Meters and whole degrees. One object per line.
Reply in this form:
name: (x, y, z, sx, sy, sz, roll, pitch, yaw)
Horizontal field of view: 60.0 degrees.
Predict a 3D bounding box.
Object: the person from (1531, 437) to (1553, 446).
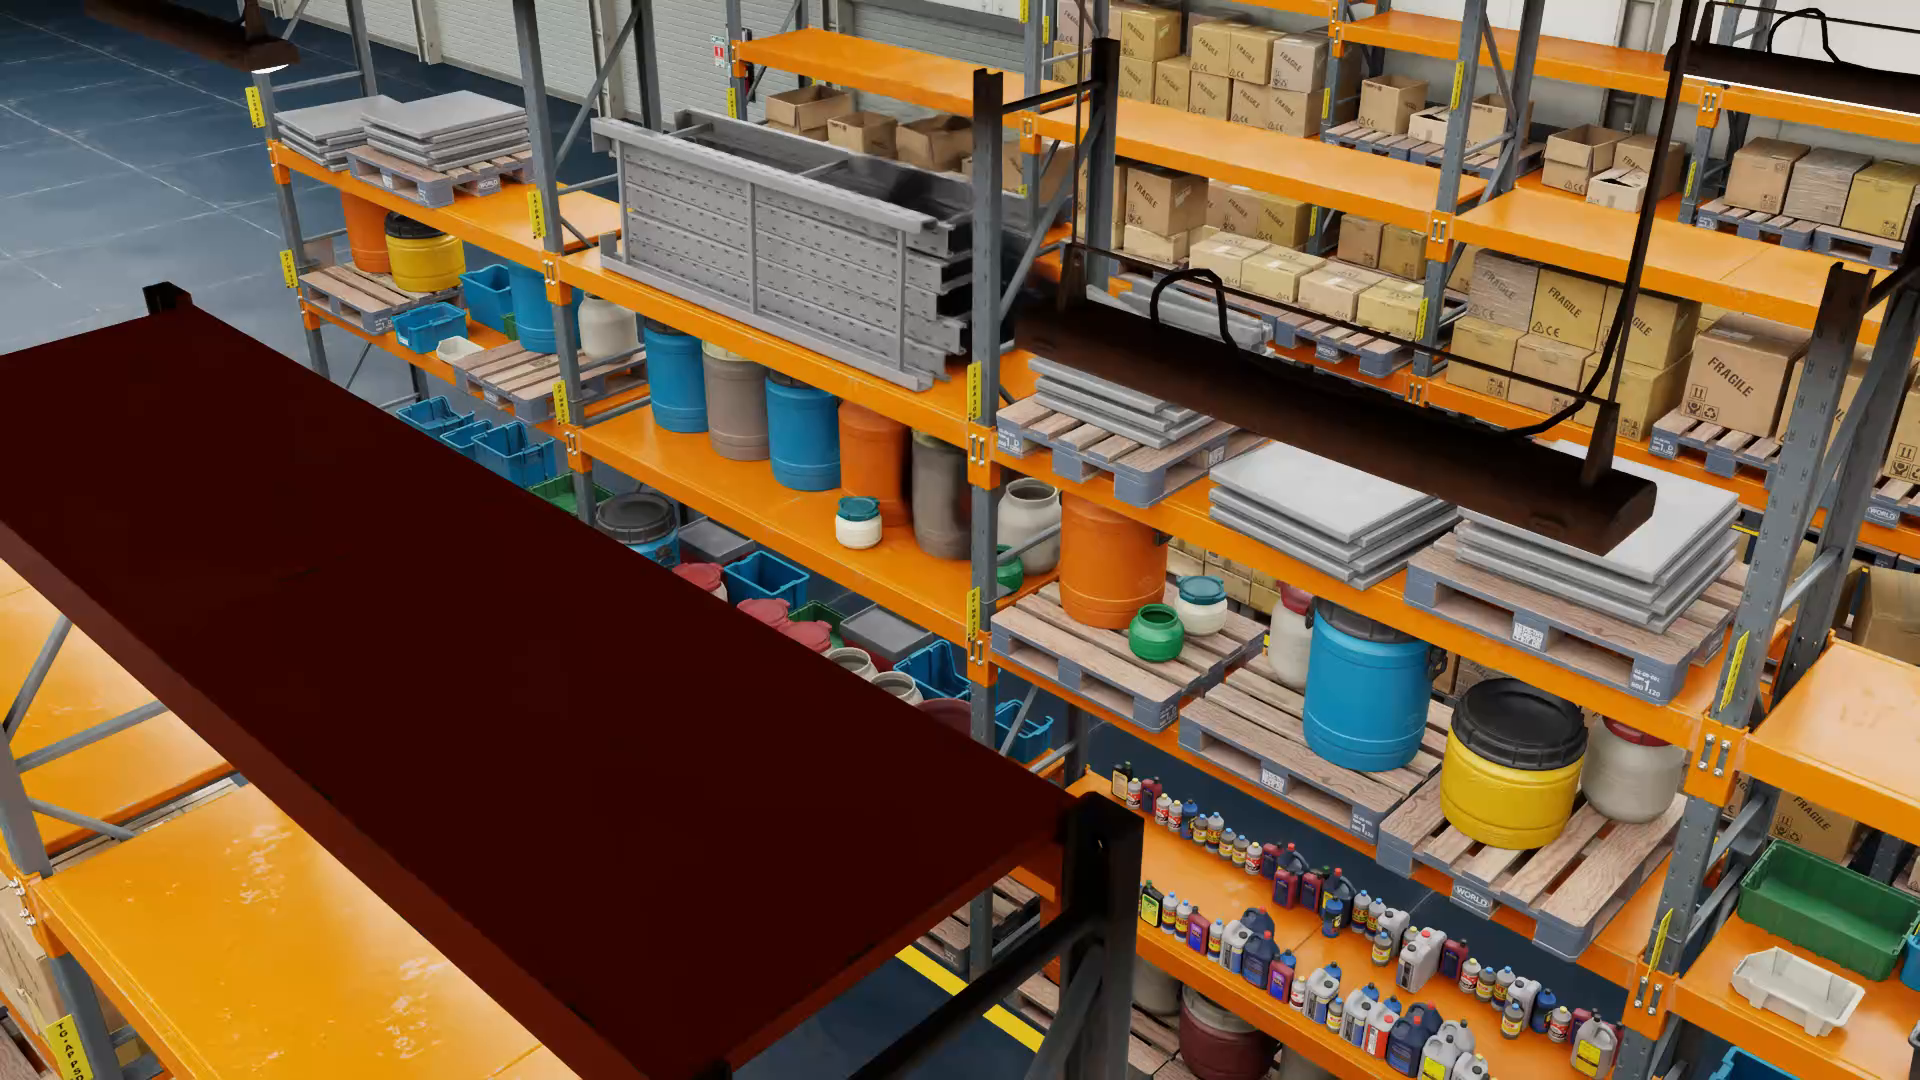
person: (5.066, -0.134, 14.758, 0.821, 1.713, 0.665, 22, 36, 33)
